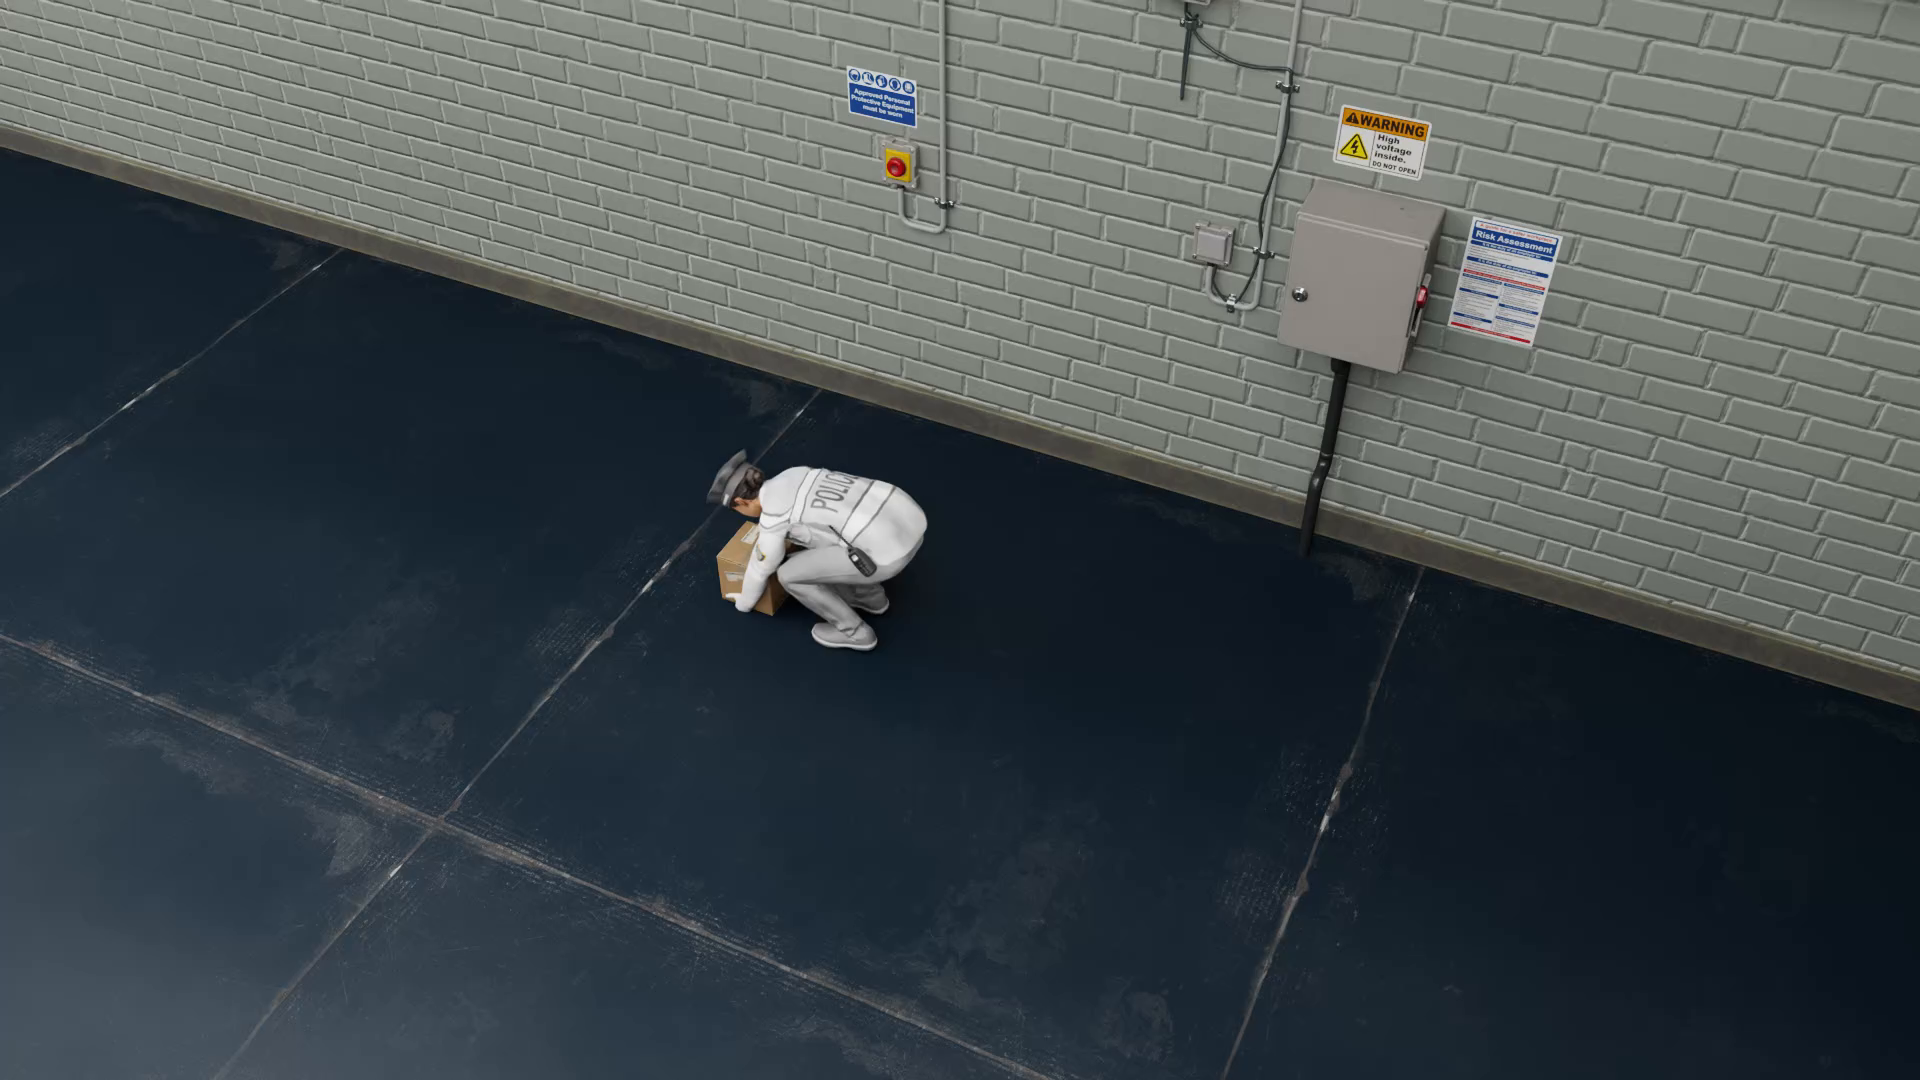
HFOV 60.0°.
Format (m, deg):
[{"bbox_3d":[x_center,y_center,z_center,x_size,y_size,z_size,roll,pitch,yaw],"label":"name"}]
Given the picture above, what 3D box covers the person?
[{"bbox_3d":[-0.587,0.033,6.817,0.915,0.762,0.448,16,45,17],"label":"person"}]
